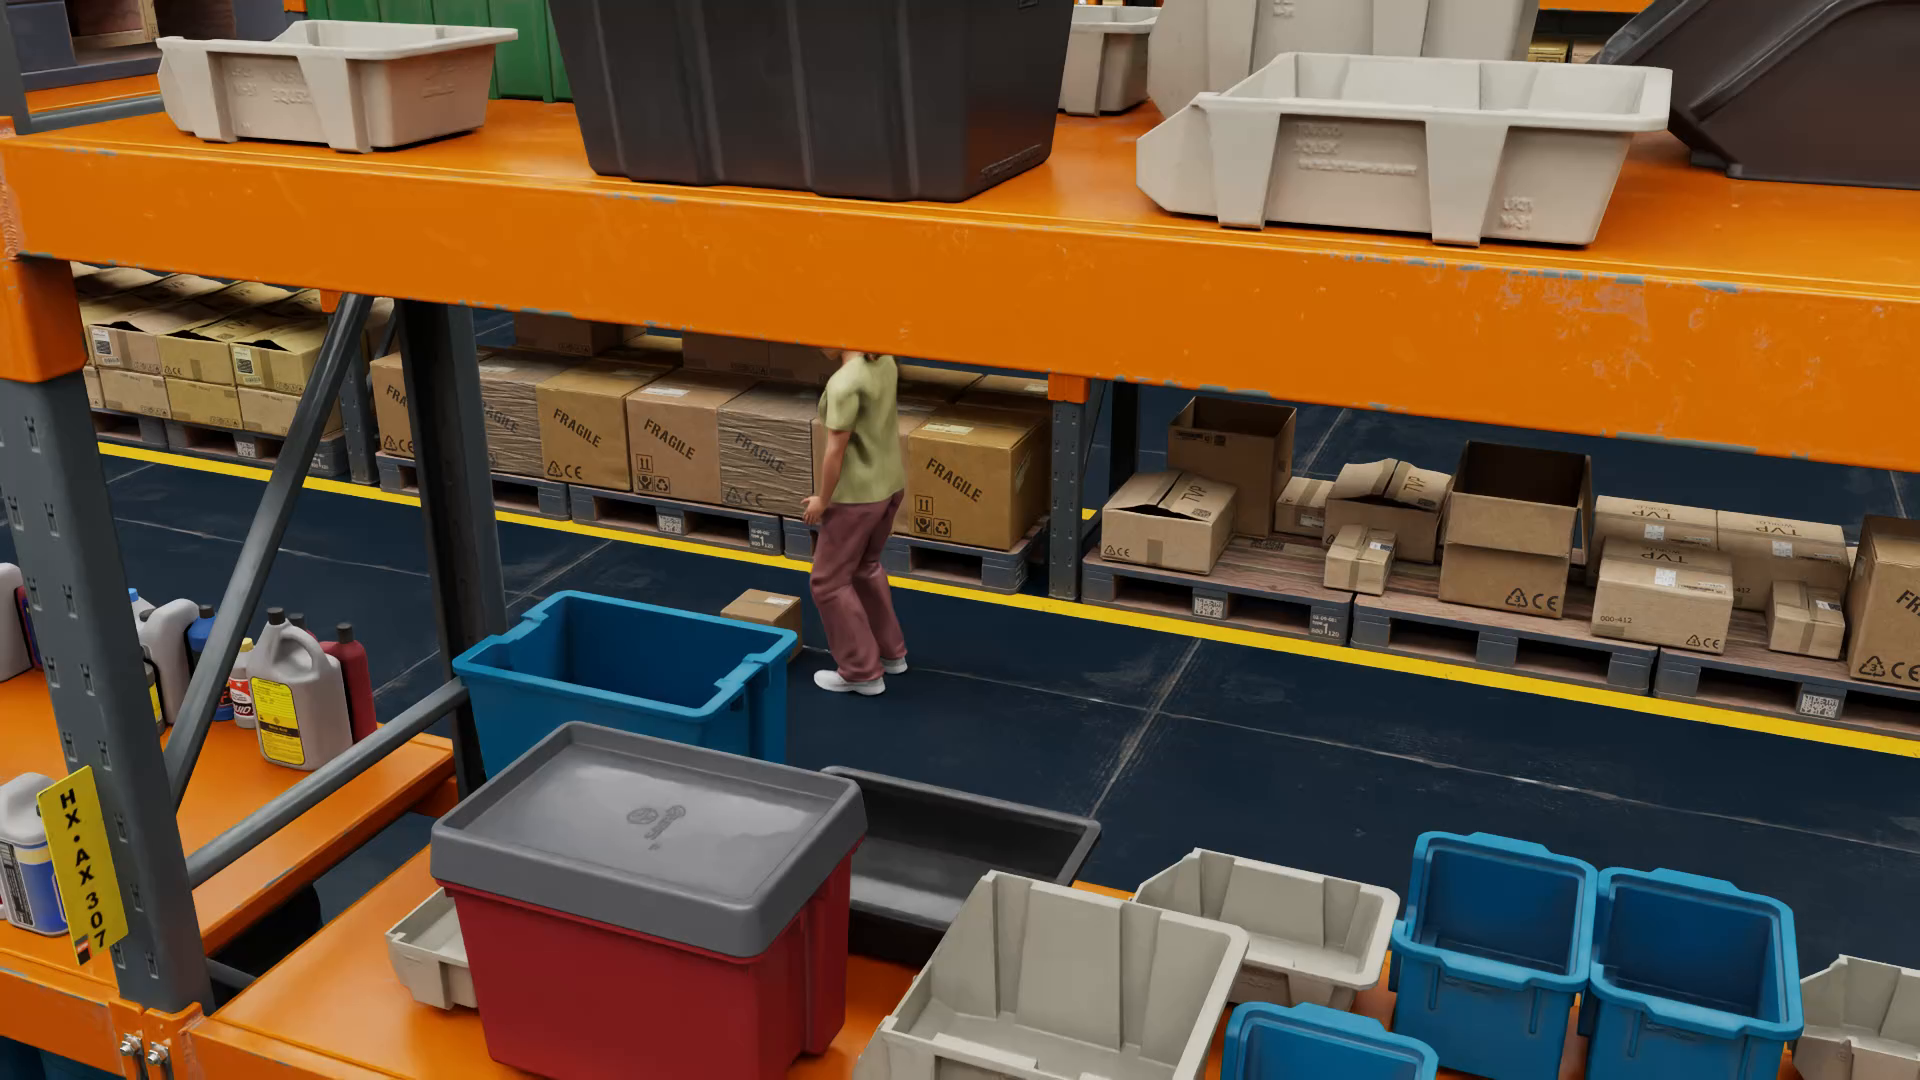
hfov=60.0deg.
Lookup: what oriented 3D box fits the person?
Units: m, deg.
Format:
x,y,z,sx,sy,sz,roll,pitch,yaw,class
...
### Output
x,y,z,sx,sy,sz,roll,pitch,yaw,class
-0.419,-0.177,6.573,0.354,1.645,0.463,10,24,22,person
